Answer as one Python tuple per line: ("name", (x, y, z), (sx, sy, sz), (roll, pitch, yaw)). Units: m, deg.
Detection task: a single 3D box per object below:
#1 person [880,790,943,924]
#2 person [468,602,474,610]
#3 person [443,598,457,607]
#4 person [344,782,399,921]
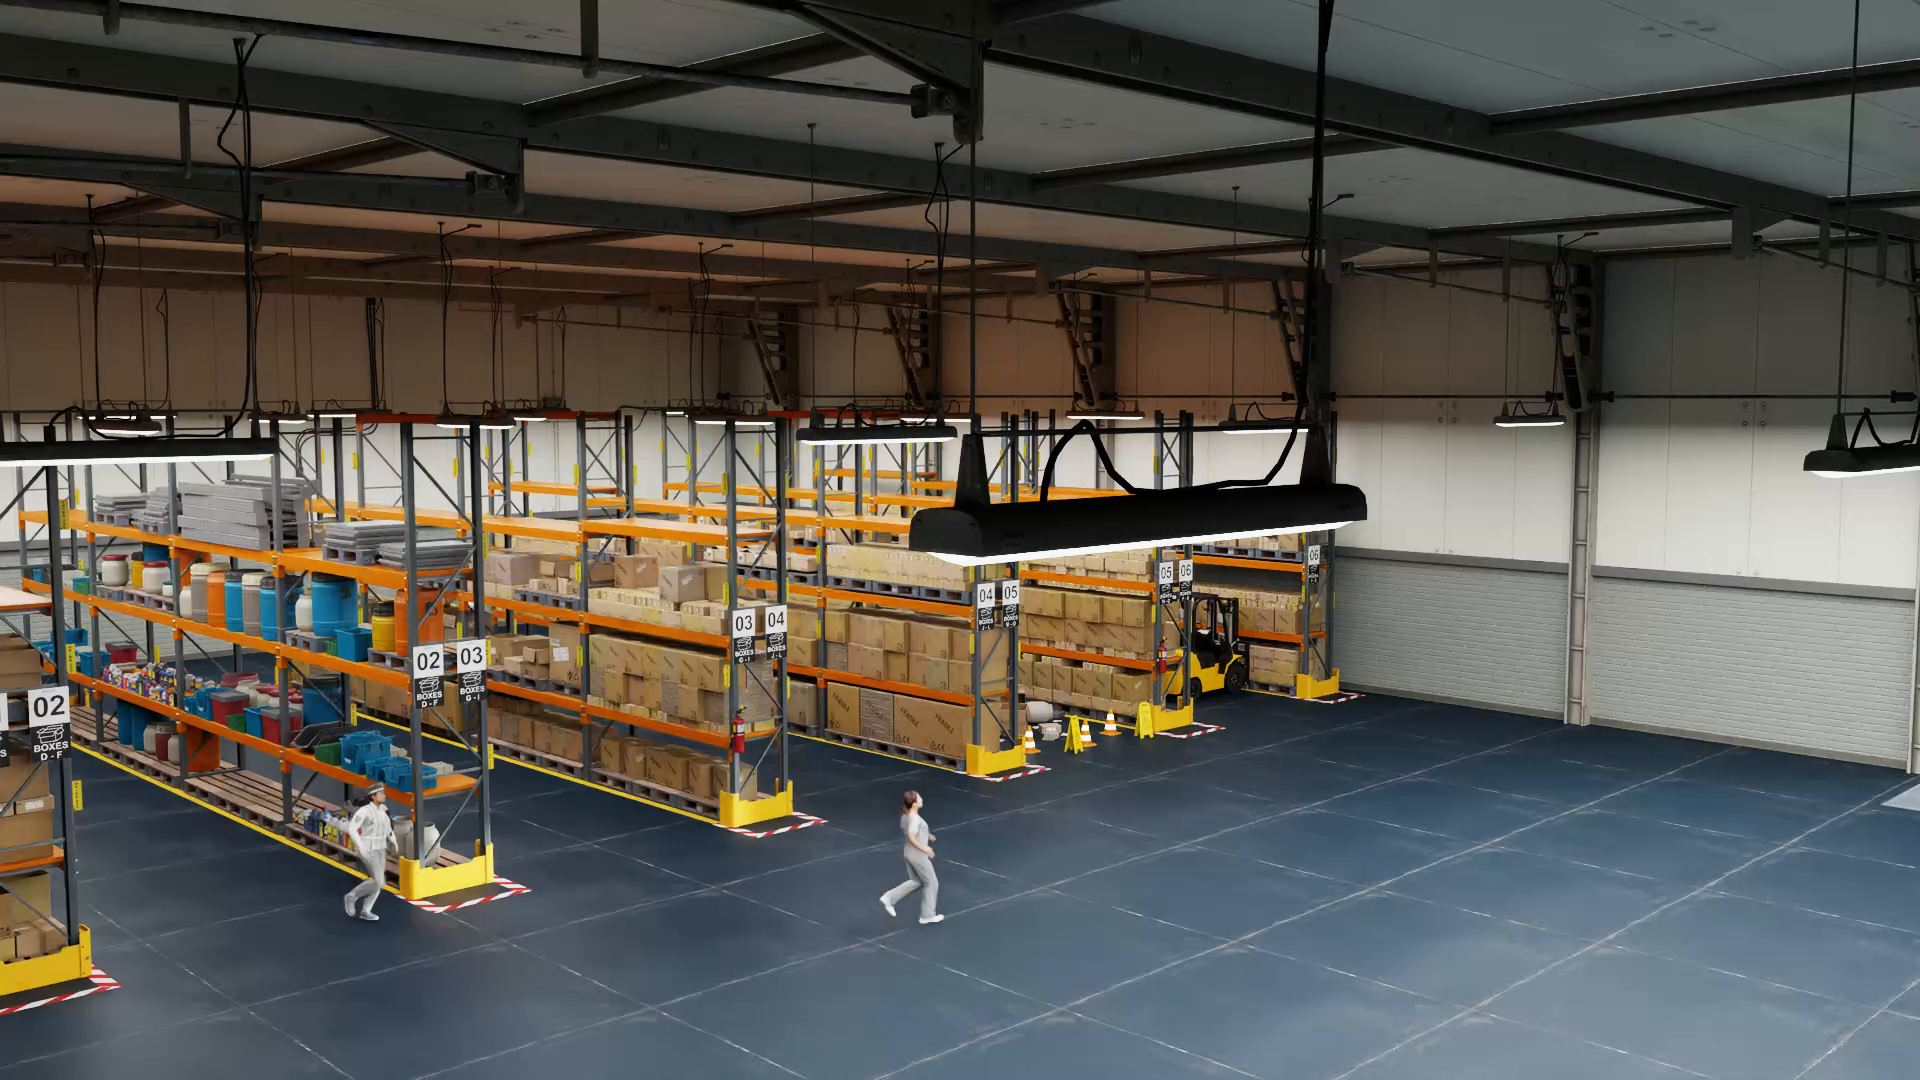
("person", (-0.562, 3.790, 19.856), (0.779, 1.632, 0.573), (-2, 5, -21))
("person", (-11.762, 2.014, 39.732), (0.716, 1.774, 0.841), (2, 5, 24))
("person", (-12.326, 2.077, 39.307), (0.943, 1.679, 0.862), (-5, 7, -44))
("person", (-7.122, 3.759, 20.210), (0.533, 1.628, 0.668), (1, 5, 15))
